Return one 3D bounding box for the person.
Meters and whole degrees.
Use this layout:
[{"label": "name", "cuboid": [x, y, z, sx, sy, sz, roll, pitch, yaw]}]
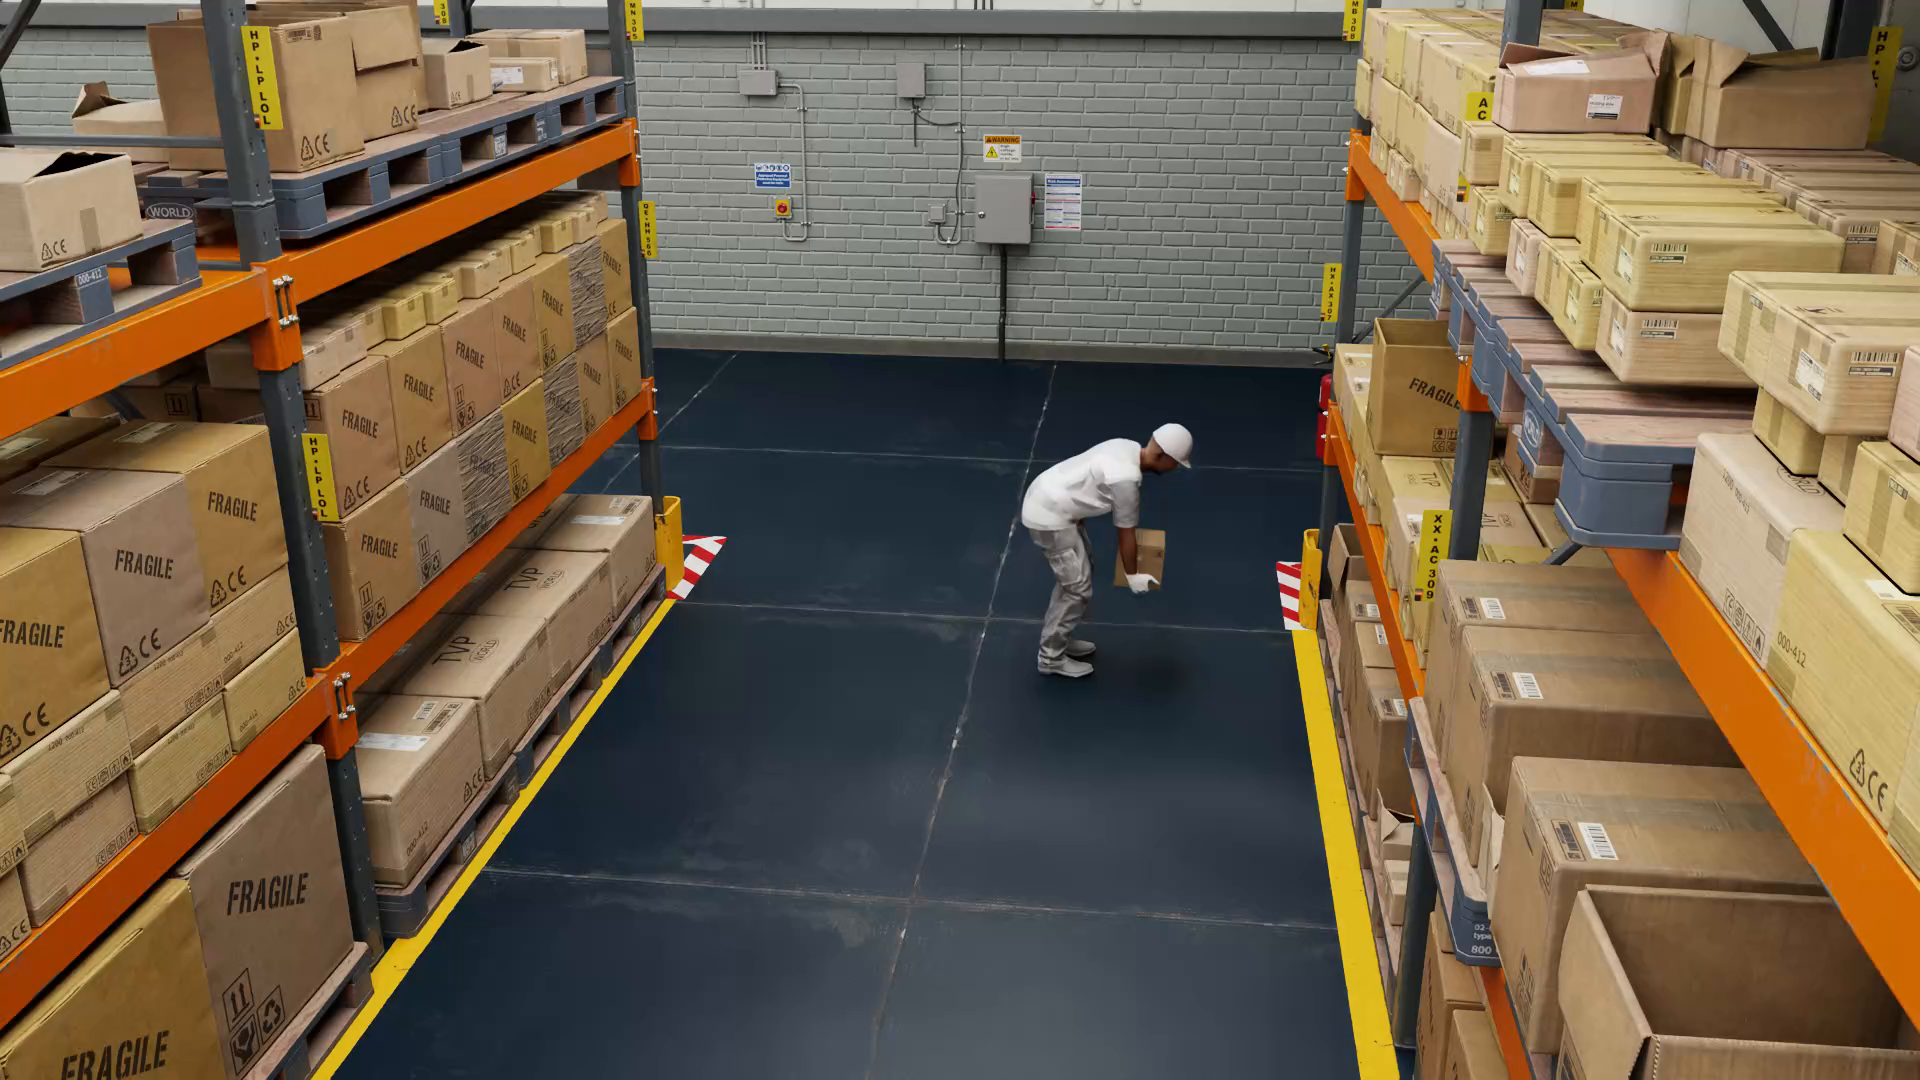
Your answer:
[{"label": "person", "cuboid": [0.778, 0.035, 9.000, 0.897, 1.396, 0.499, 2, 21, 5]}]
